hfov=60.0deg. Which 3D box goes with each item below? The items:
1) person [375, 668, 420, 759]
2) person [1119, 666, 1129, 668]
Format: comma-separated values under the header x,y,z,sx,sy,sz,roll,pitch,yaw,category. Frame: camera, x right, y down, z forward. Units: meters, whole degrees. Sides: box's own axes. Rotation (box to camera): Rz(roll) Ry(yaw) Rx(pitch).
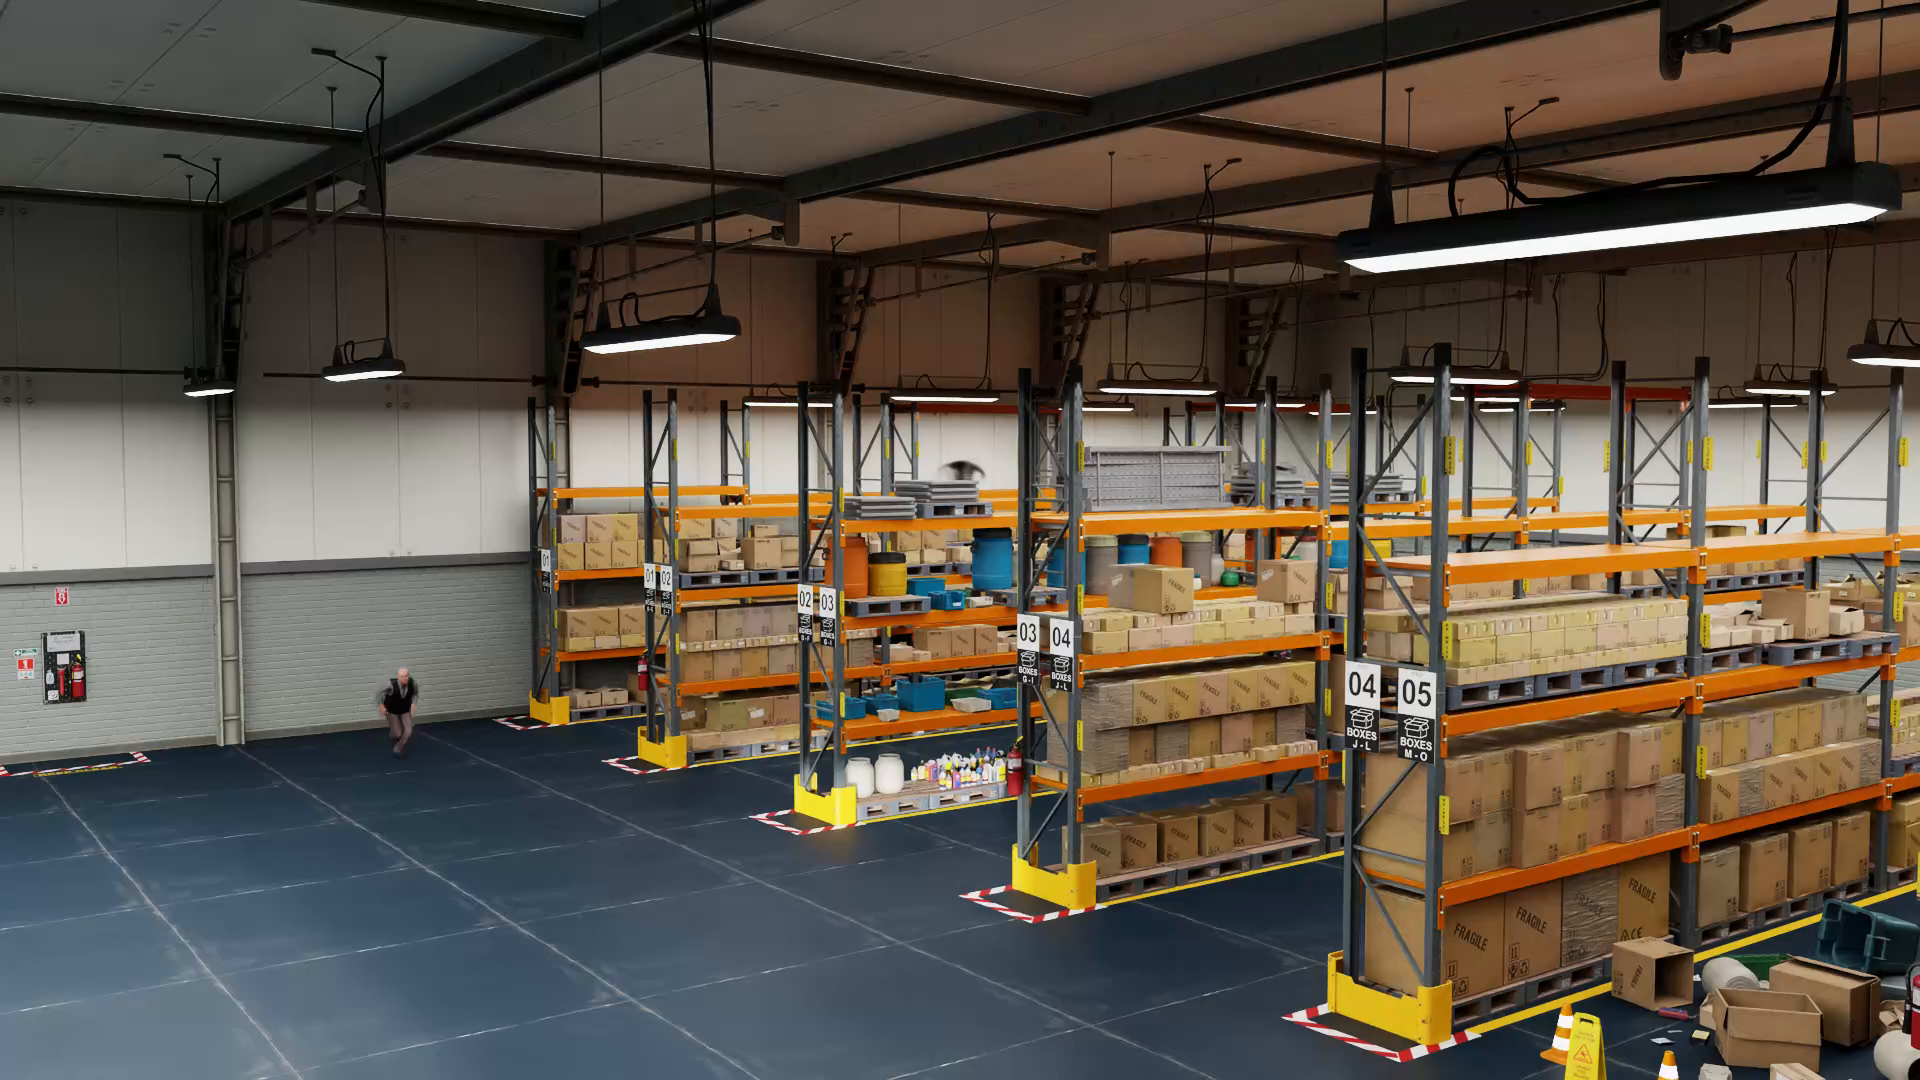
x,y,z,sx,sy,sz,roll,pitch,yaw,category
-9.145,2.817,27.013,0.676,1.525,0.863,-2,4,-34,person
2.848,2.589,28.158,1.062,1.724,0.706,-1,3,-16,person
